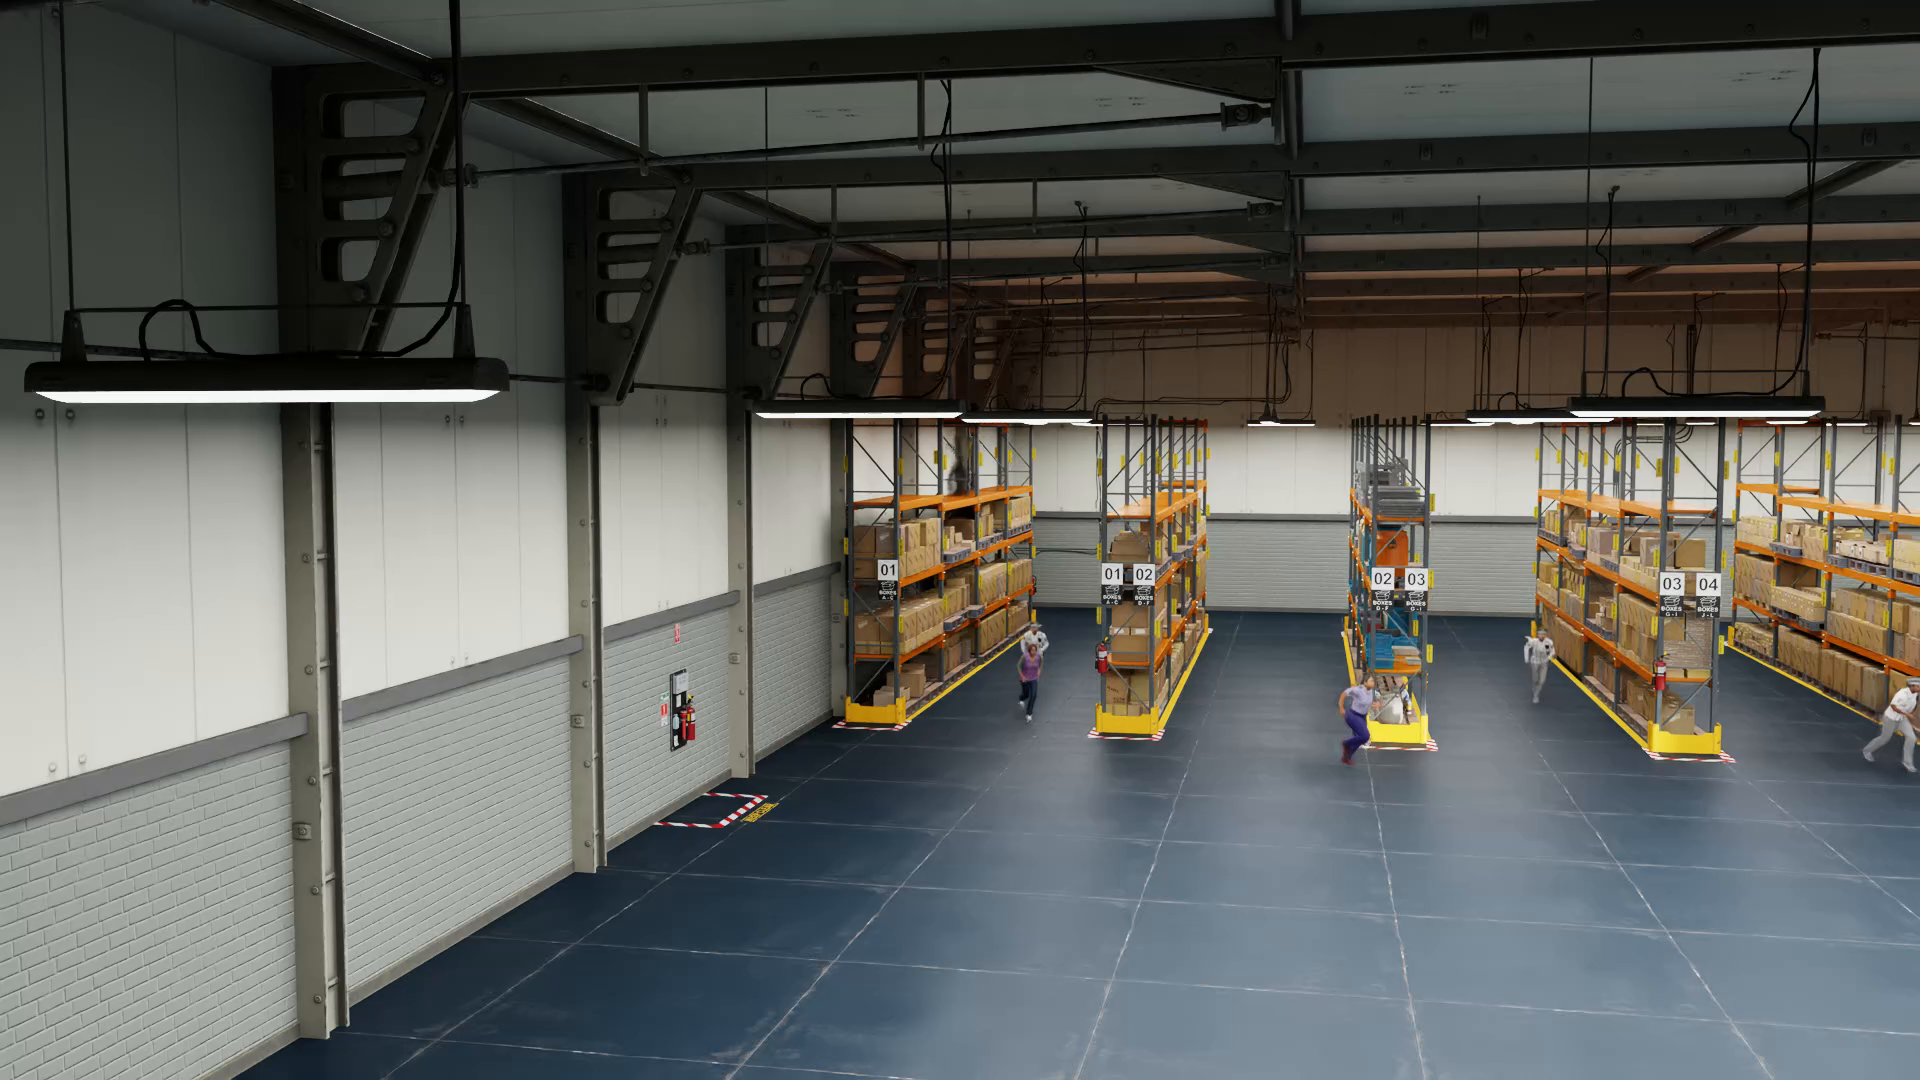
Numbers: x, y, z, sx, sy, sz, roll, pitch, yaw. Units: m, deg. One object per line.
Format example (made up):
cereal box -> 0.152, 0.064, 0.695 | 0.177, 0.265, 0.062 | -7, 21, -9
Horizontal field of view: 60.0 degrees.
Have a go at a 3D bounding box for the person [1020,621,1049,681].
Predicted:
person -> 1.615, 2.540, 36.050 | 0.608, 1.616, 0.693 | 0, 4, 1

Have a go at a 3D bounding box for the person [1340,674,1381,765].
person -> 6.808, 3.059, 28.274 | 0.713, 1.573, 0.591 | 3, 5, 41

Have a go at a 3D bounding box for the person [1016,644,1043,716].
person -> 1.357, 2.733, 32.910 | 0.548, 1.437, 0.814 | -1, 4, -18

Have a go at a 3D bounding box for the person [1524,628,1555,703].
person -> 12.153, 2.614, 34.883 | 0.608, 1.619, 0.689 | 1, 4, 9

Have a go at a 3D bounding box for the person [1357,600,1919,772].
person -> 12.755, 2.659, 34.057 | 1.771, 1.693, 14.181 | -2, 4, -32
